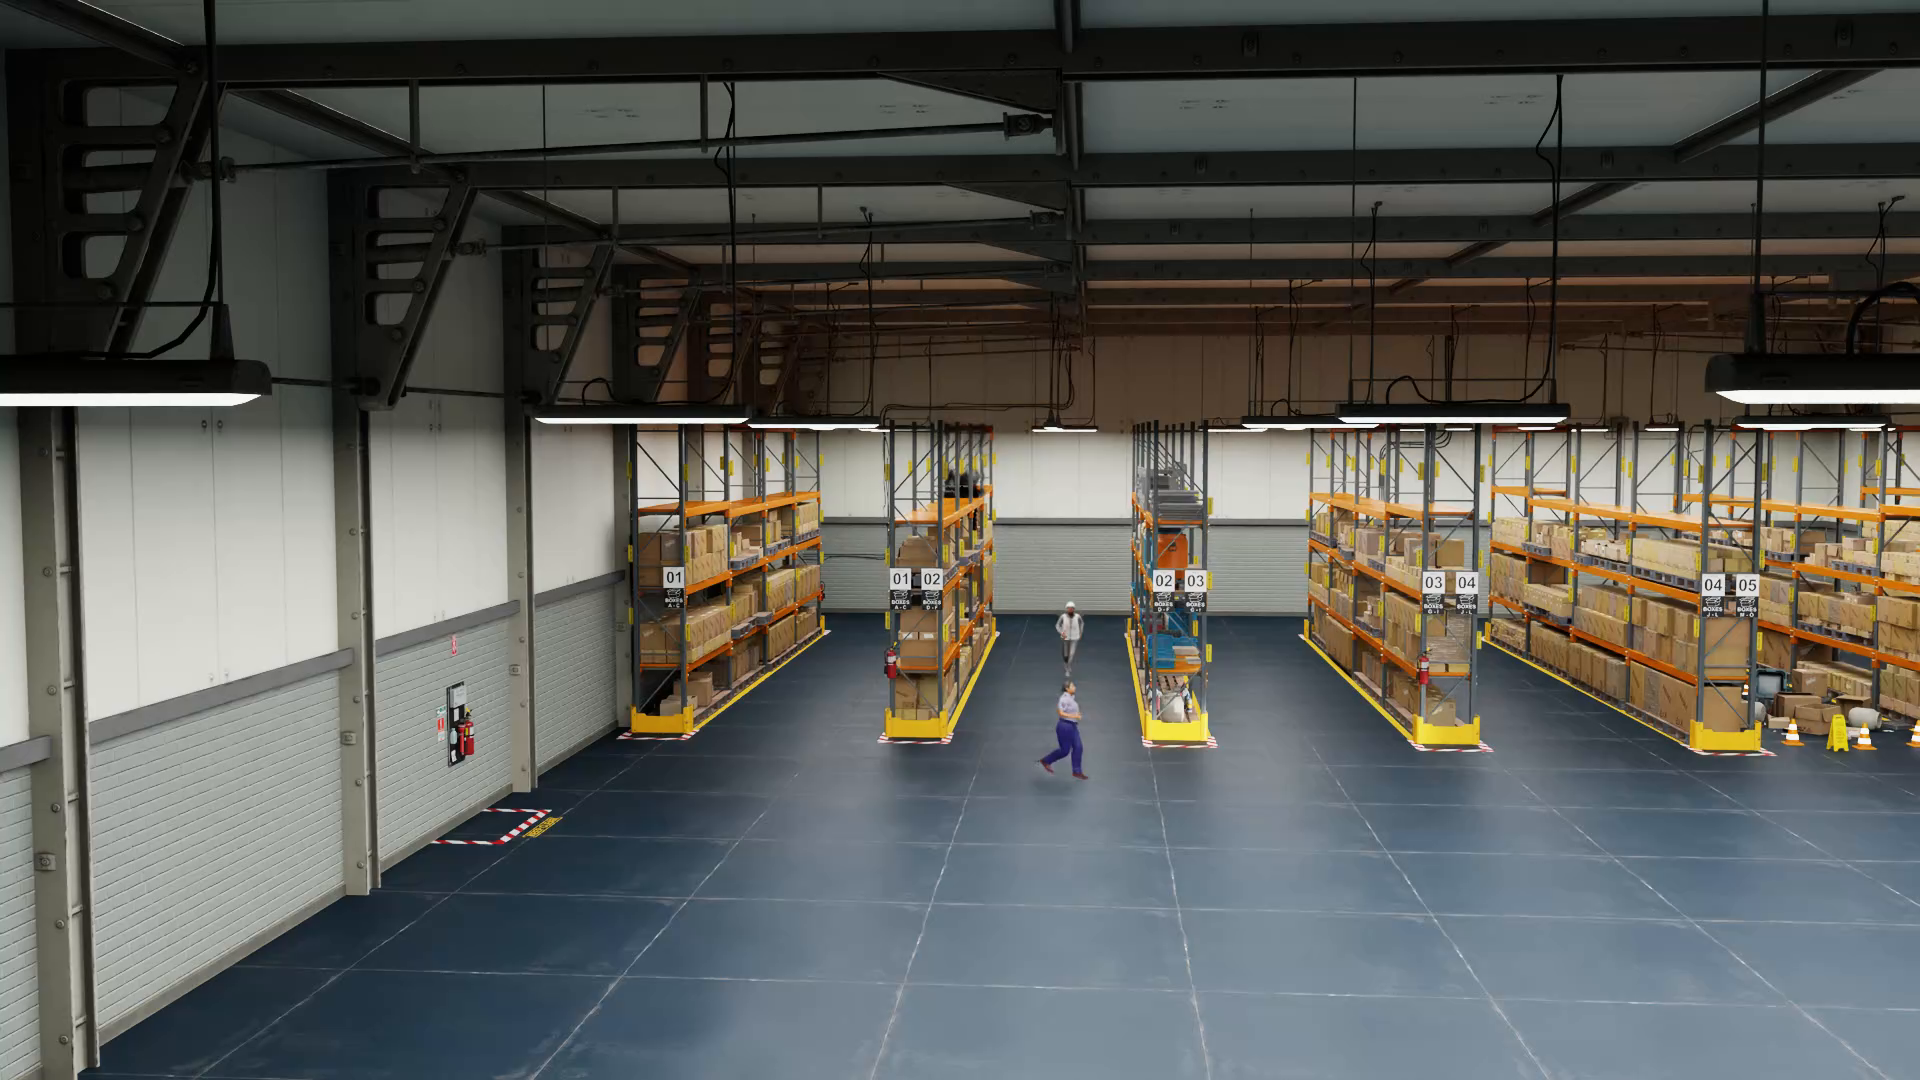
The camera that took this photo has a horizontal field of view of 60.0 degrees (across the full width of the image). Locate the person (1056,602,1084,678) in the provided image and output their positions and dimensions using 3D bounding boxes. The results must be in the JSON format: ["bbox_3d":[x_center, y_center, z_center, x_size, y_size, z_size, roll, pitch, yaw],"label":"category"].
[{"bbox_3d":[2.626,2.349,39.660,0.683,1.765,0.896,0,4,2],"label":"person"}]

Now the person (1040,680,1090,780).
[{"bbox_3d":[1.750,3.166,27.661,0.823,1.649,0.596,1,4,19],"label":"person"}]
